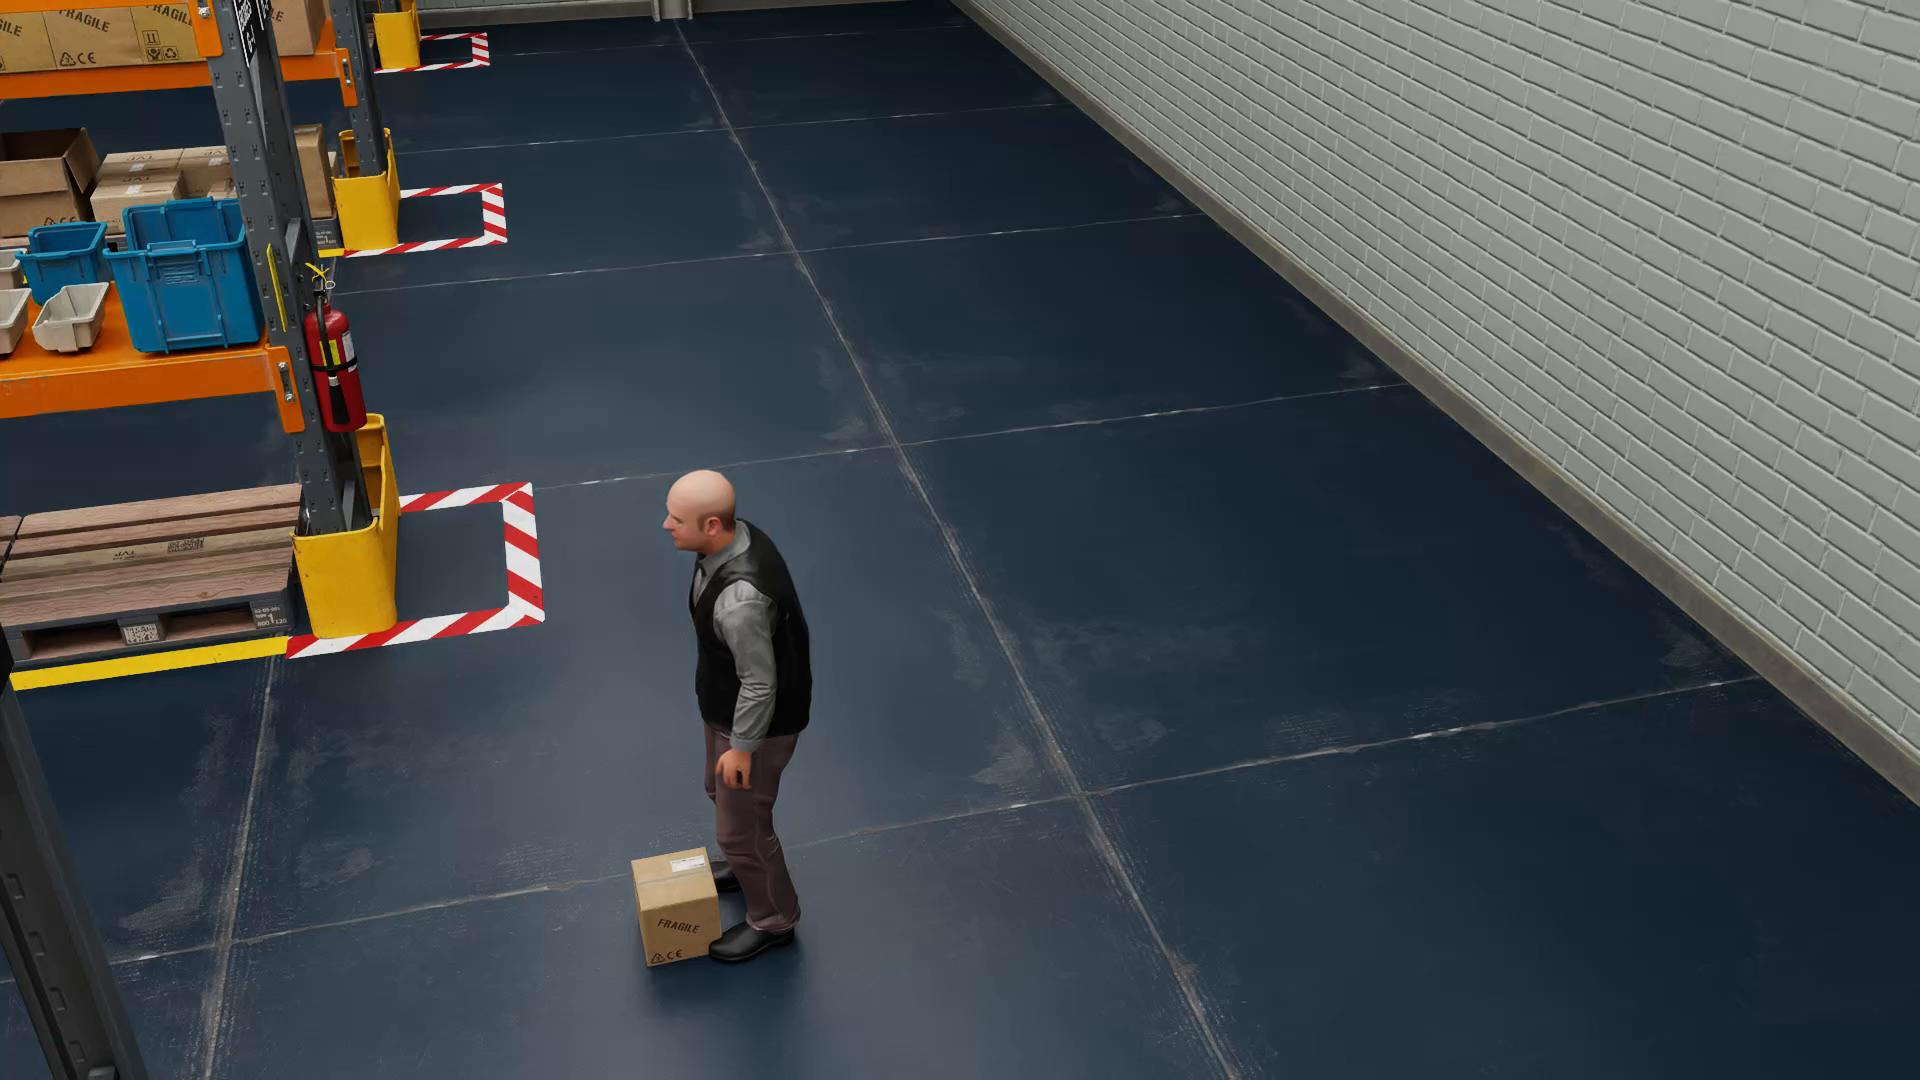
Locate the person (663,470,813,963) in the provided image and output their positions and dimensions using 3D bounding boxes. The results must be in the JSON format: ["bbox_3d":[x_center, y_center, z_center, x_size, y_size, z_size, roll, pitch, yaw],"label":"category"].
[{"bbox_3d":[-0.673,0.580,5.254,0.419,1.619,0.581,-8,31,-13],"label":"person"}]
